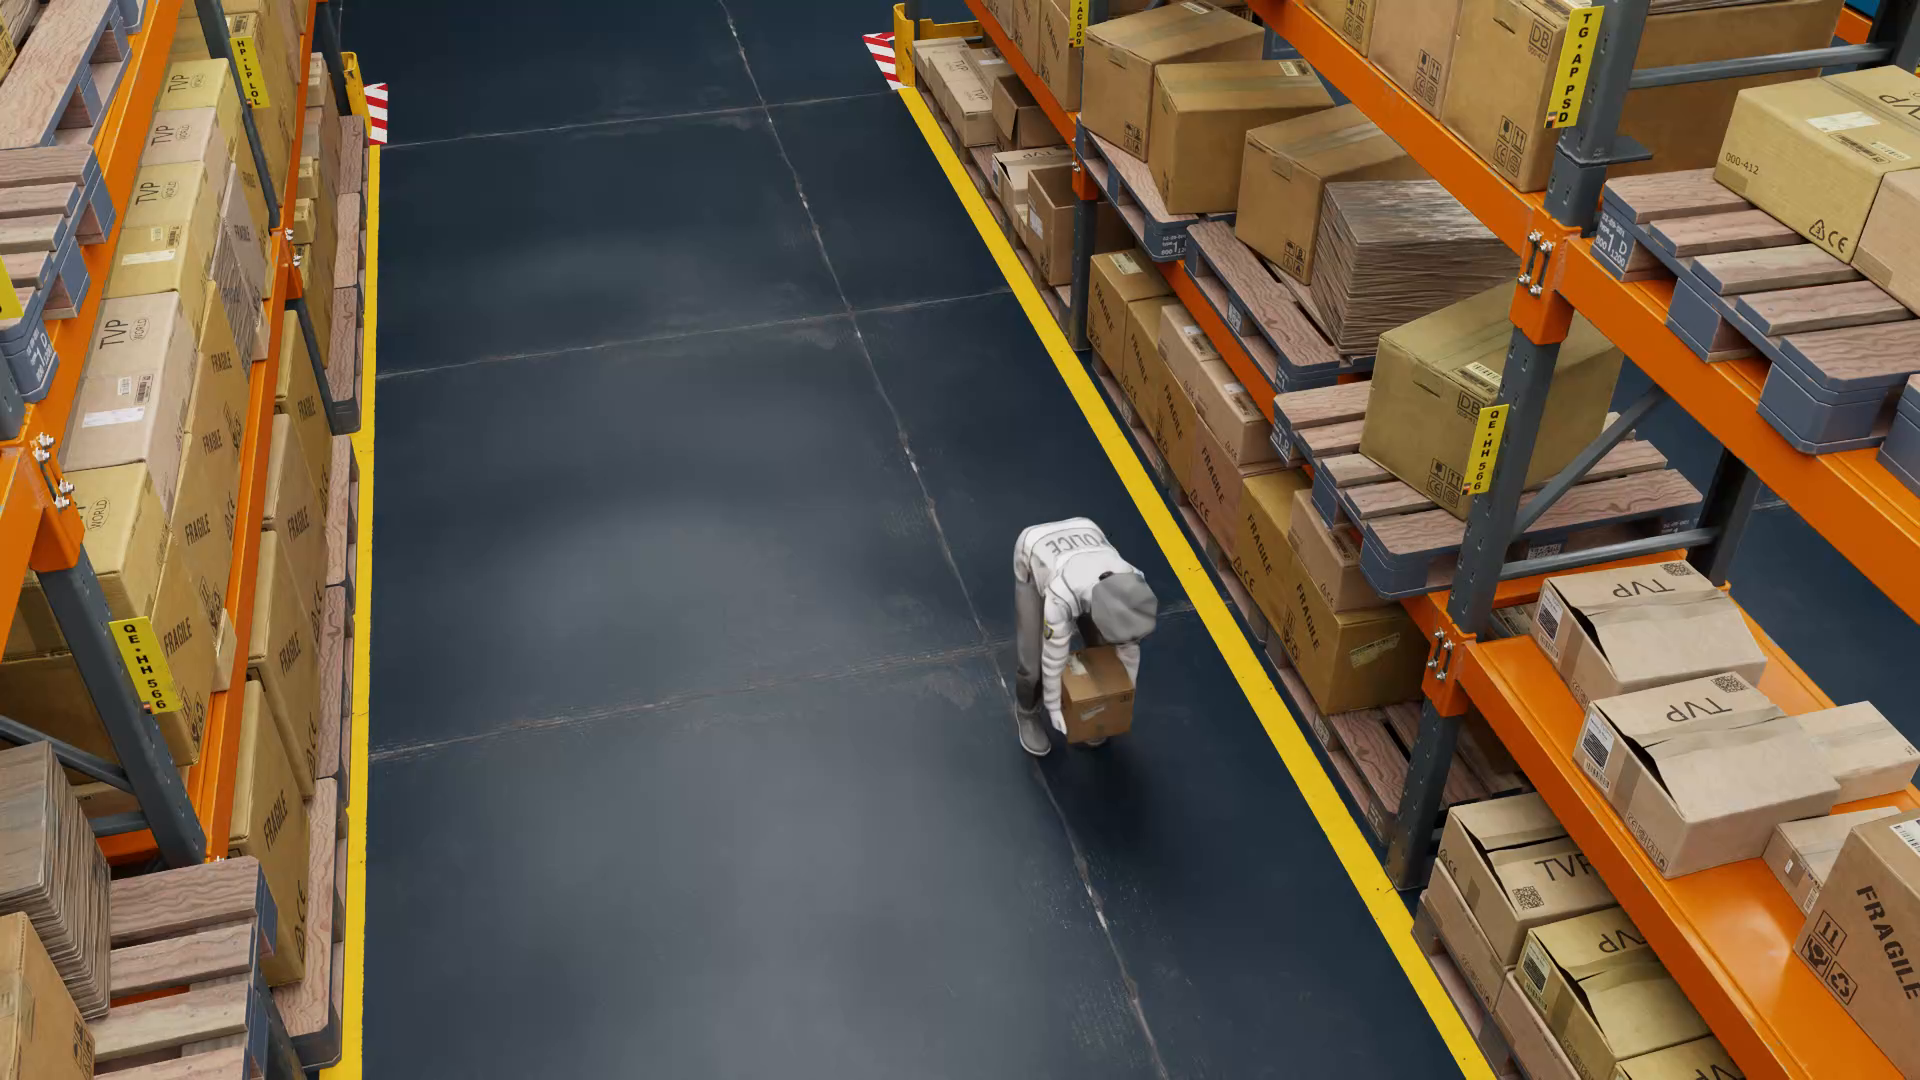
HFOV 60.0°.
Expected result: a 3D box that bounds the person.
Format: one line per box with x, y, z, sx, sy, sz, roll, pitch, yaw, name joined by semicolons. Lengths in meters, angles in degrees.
0.481;0.423;6.473;0.405;1.306;0.887;-10;40;-13;person
